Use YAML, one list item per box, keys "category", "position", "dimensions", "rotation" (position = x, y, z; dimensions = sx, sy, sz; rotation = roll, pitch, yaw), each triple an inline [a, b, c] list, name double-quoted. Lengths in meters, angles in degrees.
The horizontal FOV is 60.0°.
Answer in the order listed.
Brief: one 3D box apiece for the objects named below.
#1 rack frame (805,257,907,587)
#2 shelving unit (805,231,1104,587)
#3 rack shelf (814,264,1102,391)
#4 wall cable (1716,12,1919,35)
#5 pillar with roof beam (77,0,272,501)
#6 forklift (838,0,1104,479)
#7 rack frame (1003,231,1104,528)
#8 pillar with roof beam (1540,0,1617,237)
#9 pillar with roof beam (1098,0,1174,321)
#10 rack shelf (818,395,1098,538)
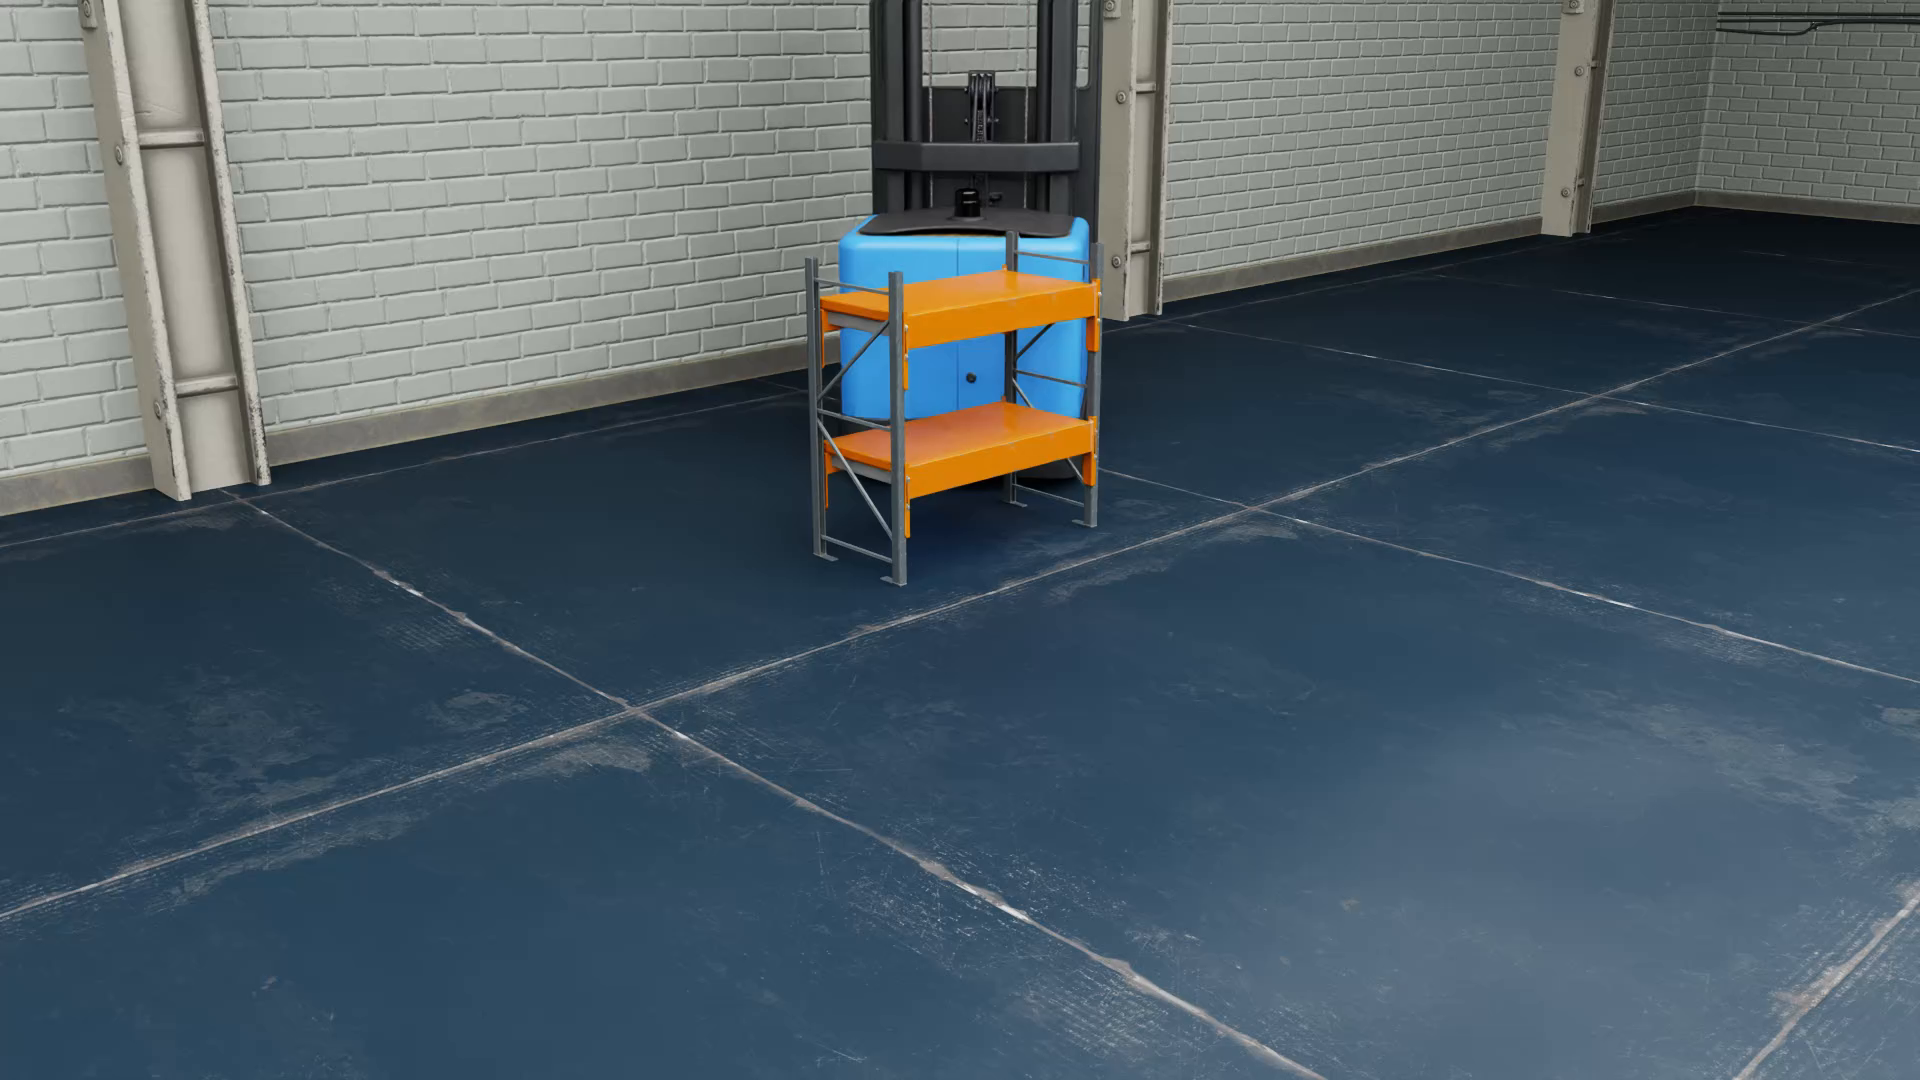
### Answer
- category: "rack frame"
  position: [-0.374, -0.426, 5.975]
  dimensions: [0.032, 1.125, 0.500]
  rotation: [-16, 24, -41]
- category: "shelving unit"
  position: [-0.005, -0.534, 6.307]
  dimensions: [1.048, 1.125, 0.538]
  rotation: [-16, 24, -41]
- category: "rack shelf"
  position: [-0.005, -0.812, 6.217]
  dimensions: [1.000, 0.278, 0.538]
  rotation: [-16, 24, -41]
- category: "wall cable"
  position: [8.521, -5.914, 15.169]
  dimensions: [0.112, 2.526, 3.097]
  rotation: [-16, 24, -41]
- category: "pillar with roof beam"
  position: [-0.290, -3.555, 2.860]
  dimensions: [0.400, 9.000, 9.100]
  rotation: [-16, 24, -41]
- category: "forklift"
  position: [0.149, -2.063, 8.094]
  dimensions: [1.130, 2.935, 3.031]
  rotation: [2, 18, 6]
- category: "rack frame"
  position: [0.364, -0.641, 6.639]
  dimensions: [0.032, 1.125, 0.500]
  rotation: [-16, 24, -41]
- category: "pillar with roof beam"
  position: [8.430, -6.098, 10.703]
  dimensions: [0.400, 9.000, 9.100]
  rotation: [-16, 24, -41]
- category: "pillar with roof beam"
  position: [4.070, -4.827, 6.781]
  dimensions: [0.400, 9.000, 9.100]
  rotation: [-16, 24, -41]
- category: "rack shelf"
  position: [-0.005, -0.301, 6.382]
  dimensions: [1.000, 0.278, 0.538]
  rotation: [-16, 24, -41]
